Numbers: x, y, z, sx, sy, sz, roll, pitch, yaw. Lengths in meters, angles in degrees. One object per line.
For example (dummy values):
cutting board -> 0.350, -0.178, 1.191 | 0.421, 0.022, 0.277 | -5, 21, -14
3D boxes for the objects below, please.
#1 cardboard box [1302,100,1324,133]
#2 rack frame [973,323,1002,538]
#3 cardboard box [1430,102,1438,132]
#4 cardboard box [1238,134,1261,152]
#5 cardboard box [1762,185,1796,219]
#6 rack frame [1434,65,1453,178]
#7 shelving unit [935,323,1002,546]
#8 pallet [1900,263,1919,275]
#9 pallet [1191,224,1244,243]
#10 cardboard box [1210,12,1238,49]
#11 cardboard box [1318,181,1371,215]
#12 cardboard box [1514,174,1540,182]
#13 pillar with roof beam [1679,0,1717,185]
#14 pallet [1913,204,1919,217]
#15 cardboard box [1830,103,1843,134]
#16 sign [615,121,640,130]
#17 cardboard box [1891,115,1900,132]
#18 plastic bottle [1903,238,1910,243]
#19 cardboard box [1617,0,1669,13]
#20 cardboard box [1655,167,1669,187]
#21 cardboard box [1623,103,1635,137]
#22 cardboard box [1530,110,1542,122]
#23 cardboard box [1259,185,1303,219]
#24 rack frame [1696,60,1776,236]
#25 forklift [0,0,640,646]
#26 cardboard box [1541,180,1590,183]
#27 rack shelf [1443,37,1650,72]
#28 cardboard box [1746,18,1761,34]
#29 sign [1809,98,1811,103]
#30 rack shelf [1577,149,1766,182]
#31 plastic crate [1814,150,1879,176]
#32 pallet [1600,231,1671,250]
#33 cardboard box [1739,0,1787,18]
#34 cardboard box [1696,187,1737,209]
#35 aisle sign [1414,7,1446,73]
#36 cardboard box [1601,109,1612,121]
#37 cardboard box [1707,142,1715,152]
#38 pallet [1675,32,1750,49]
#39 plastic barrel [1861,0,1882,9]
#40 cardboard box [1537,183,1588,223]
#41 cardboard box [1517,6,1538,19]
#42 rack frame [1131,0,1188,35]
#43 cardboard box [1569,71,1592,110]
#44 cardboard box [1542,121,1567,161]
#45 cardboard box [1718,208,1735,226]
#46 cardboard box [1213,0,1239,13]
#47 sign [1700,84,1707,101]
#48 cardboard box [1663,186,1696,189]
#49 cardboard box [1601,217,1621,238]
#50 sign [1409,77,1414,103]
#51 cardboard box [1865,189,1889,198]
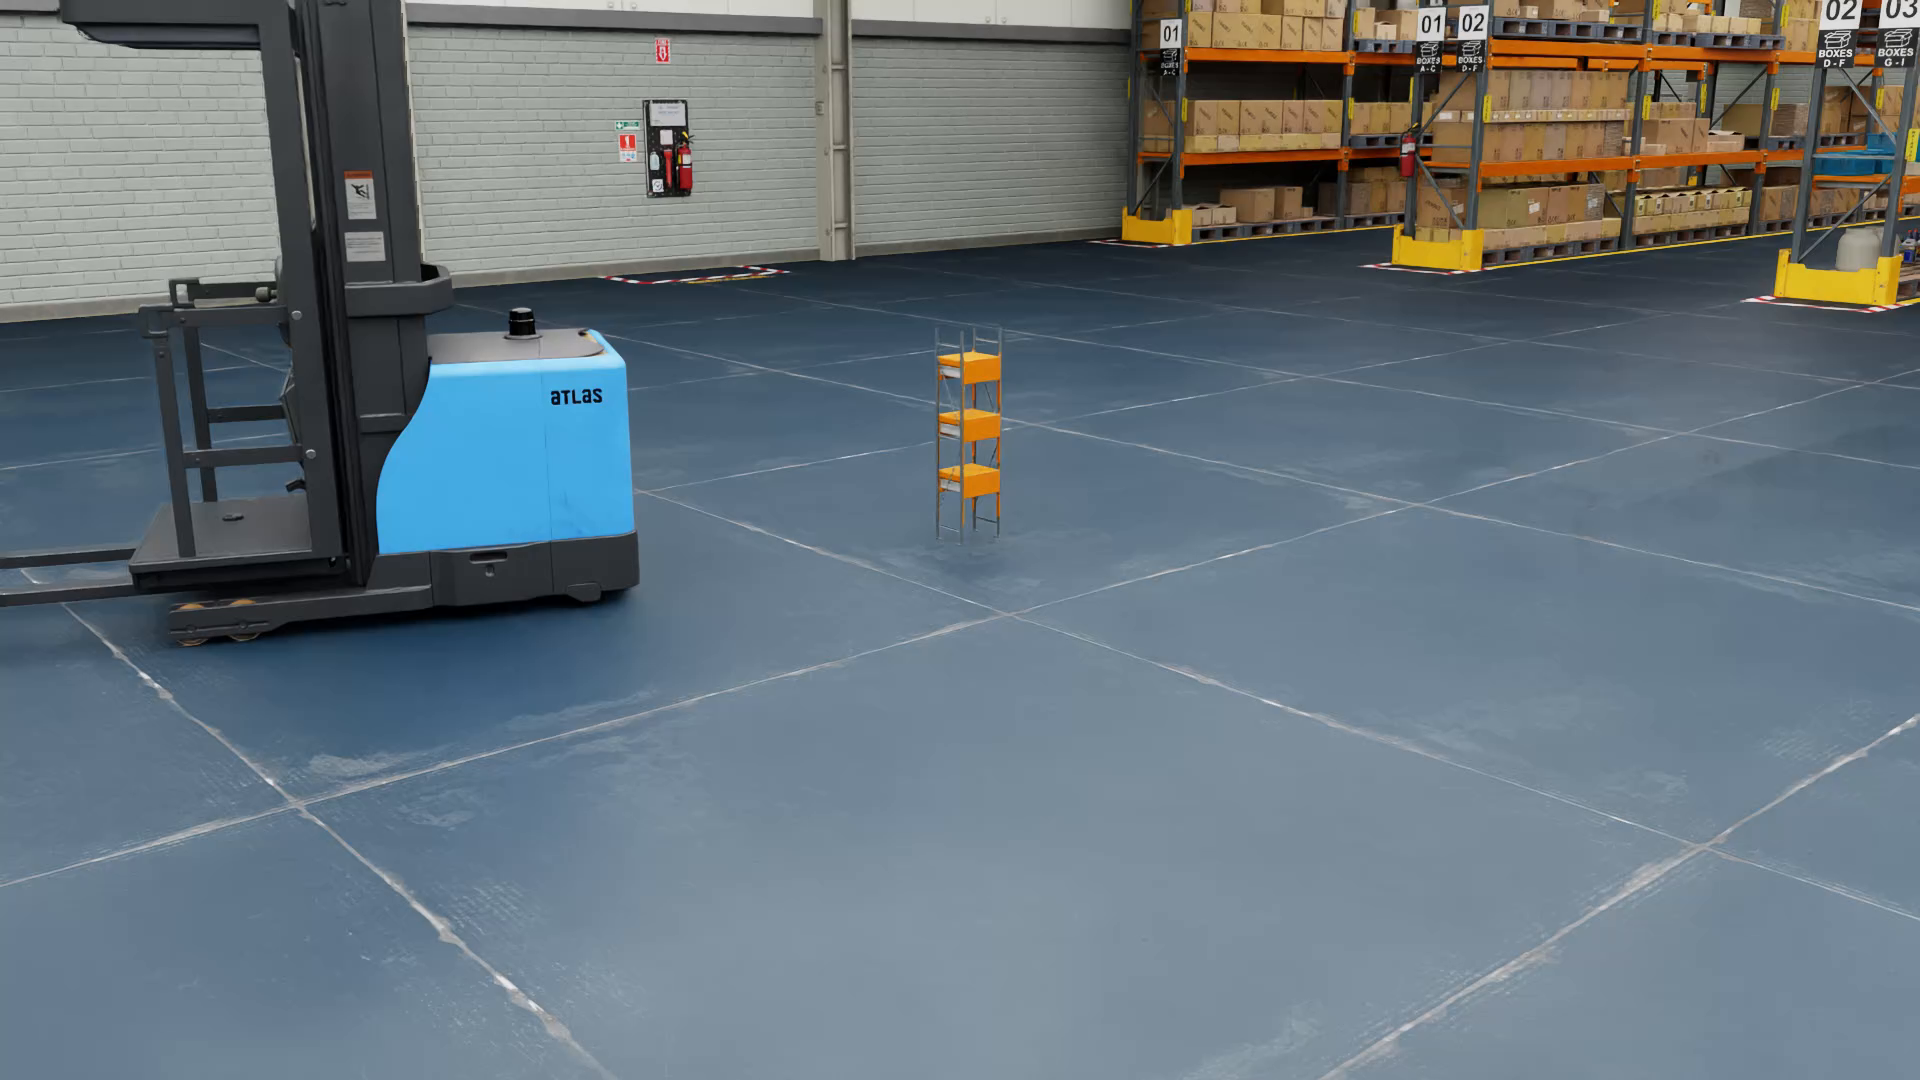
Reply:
cardboard box -> 5.401, -6.704, 26.336 | 0.500, 0.500, 0.500 | -13, 20, -40
rack frame -> 0.132, -0.537, 8.226 | 0.008, 1.050, 0.200 | -13, 19, -39
cardboard box -> 8.193, -7.388, 29.050 | 0.700, 0.500, 0.500 | 14, 20, 42
cardboard box -> 4.257, -6.087, 25.479 | 0.500, 0.250, 0.500 | -13, 20, -40
cardboard box -> 13.122, -5.461, 26.873 | 0.500, 0.500, 0.500 | -14, 20, -41
rack frame -> 8.945, -7.309, 29.799 | 0.127, 3.000, 1.000 | -13, 19, -39
shelving unit -> 0.040, -0.516, 8.148 | 0.252, 1.050, 0.215 | -13, 19, -39
pallet -> 10.976, -3.042, 19.228 | 1.213, 0.211, 1.003 | -13, 19, -39
pallet -> 3.604, -4.750, 25.623 | 1.213, 0.211, 1.003 | -13, 19, -39
cardboard box -> 3.755, -7.553, 24.667 | 0.500, 0.500, 0.500 | -11, 19, -36
cardboard box -> 6.472, -5.764, 28.007 | 0.500, 0.500, 0.700 | -12, 19, -38
cardboard box -> 10.251, -6.719, 30.944 | 0.750, 0.750, 0.750 | -13, 20, -40
pillar with roof beam -> 19.275, -11.350, 33.303 | 0.400, 9.000, 9.100 | -13, 19, -39
pallet -> 17.577, -6.205, 31.070 | 1.213, 0.211, 1.003 | -13, 19, -39
cardboard box -> 14.713, -7.237, 28.523 | 0.700, 0.500, 0.500 | 8, 17, 28
sign -> -4.021, -5.011, 20.103 | 0.331, 0.109, 0.001 | -13, 19, -39
cardboard box -> 16.165, -7.191, 29.166 | 0.500, 0.500, 0.500 | -12, 19, -38
plastic bottle -> 11.321, -3.477, 19.887 | 0.097, 0.271, 0.097 | 0, 15, 0
cardboard box -> 9.674, -7.706, 23.498 | 0.500, 0.500, 0.500 | -12, 19, -39
cardboard box -> 14.140, -7.436, 34.307 | 0.500, 0.500, 0.700 | -13, 20, -40
cardboard box -> 12.937, -8.342, 33.088 | 0.700, 0.700, 0.980 | -13, 20, -41
cardboard box -> 7.380, -5.551, 21.768 | 0.250, 0.149, 0.380 | -14, 20, -41
cardboard box -> 5.171, -5.452, 26.840 | 0.500, 0.500, 0.500 | 14, 21, 43
rack frame -> 12.200, -6.345, 26.191 | 0.127, 3.000, 1.000 | -13, 19, -39
forklift -> -2.975, -1.144, 6.855 | 3.031, 2.935, 1.130 | -5, 16, -18
cardboard box -> 8.627, -4.886, 23.792 | 0.500, 0.500, 0.500 | -13, 19, -39
rack shelf -> 7.674, -6.430, 22.091 | 4.000, 0.370, 1.077 | -13, 19, -39
cardboard box -> 11.895, -7.837, 25.440 | 0.500, 0.250, 0.500 | 14, 21, 43
sign -> 14.855, -7.545, 29.007 | 0.005, 0.325, 0.100 | -13, 19, -39
rack shelf -> 10.691, -5.658, 25.015 | 4.000, 0.370, 1.077 | -13, 19, -39
plastic crate -> 9.595, -4.096, 18.059 | 0.616, 0.251, 0.499 | -13, 19, -39
pallet -> 9.713, -4.452, 24.510 | 1.213, 0.211, 1.003 | -13, 19, -39
cardboard box -> 12.533, -8.398, 25.934 | 0.500, 0.500, 0.500 | -13, 19, -39
cardboard box -> 11.579, -5.264, 25.573 | 0.500, 0.311, 0.500 | -13, 20, -40
aisle sign -> 5.922, -6.292, 20.954 | 0.004, 0.787, 0.394 | -13, 19, -39
cardboard box -> 8.734, -5.855, 22.906 | 0.250, 0.149, 0.380 | -13, 20, -41
cardboard box -> 11.275, -5.996, 25.373 | 0.250, 0.149, 0.380 | -11, 18, -35
pallet -> 10.905, -7.380, 24.621 | 1.213, 0.211, 1.003 | -12, 19, -37
plastic barrel -> 9.697, -5.991, 17.409 | 0.708, 0.830, 0.600 | -13, 19, -39
cardboard box -> 8.216, -4.615, 22.776 | 0.500, 0.500, 0.500 | -13, 19, -39
cardboard box -> 7.168, -6.753, 21.308 | 0.250, 0.149, 0.380 | -13, 19, -39
rack frame -> 2.910, -8.852, 23.951 | 0.127, 3.000, 1.000 | -13, 19, -39
cardboard box -> 8.093, -6.095, 22.549 | 0.500, 0.500, 0.700 | -13, 20, -39
cardboard box -> 7.691, -5.377, 22.375 | 0.500, 0.500, 0.700 | -12, 19, -38
cardboard box -> 11.577, -4.995, 25.651 | 0.500, 0.250, 0.500 | -13, 20, -40
cardboard box -> 3.772, -8.037, 24.542 | 0.500, 0.500, 0.500 | -13, 20, -40
sign -> 15.326, -9.230, 34.288 | 0.005, 0.325, 0.100 | -13, 19, -39
cardboard box -> 11.221, -5.368, 25.962 | 0.500, 0.311, 0.500 | -13, 20, -41
cardboard box -> 8.976, -4.421, 23.501 | 0.500, 0.250, 0.500 | -13, 19, -39
sign -> 5.819, -5.771, 21.342 | 0.005, 0.325, 0.100 | -13, 19, -39
cardboard box -> 16.631, -6.348, 30.188 | 0.637, 0.503, 0.797 | -13, 19, -39
